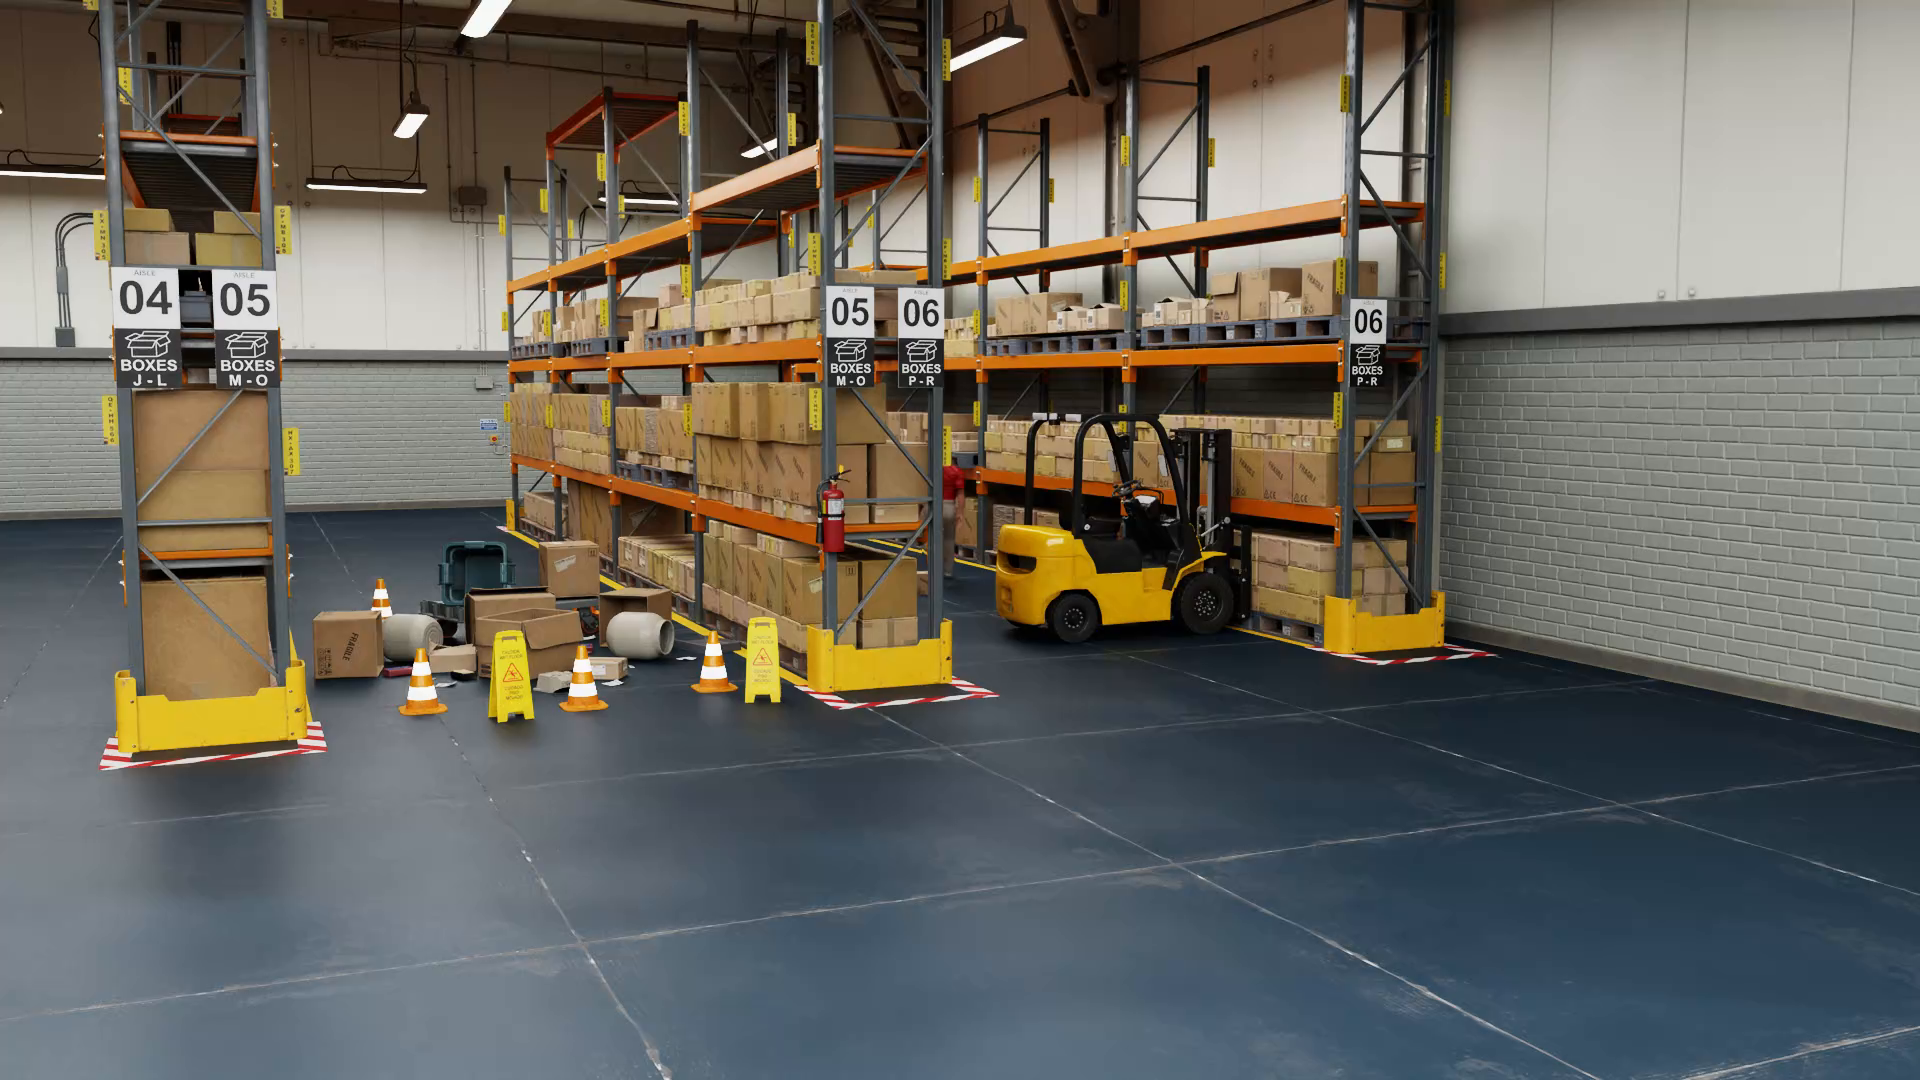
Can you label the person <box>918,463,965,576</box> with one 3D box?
[{"bbox_3d":[-0.244,-0.351,20.690,0.534,1.666,0.996,-1,6,-15],"label":"person"}]
